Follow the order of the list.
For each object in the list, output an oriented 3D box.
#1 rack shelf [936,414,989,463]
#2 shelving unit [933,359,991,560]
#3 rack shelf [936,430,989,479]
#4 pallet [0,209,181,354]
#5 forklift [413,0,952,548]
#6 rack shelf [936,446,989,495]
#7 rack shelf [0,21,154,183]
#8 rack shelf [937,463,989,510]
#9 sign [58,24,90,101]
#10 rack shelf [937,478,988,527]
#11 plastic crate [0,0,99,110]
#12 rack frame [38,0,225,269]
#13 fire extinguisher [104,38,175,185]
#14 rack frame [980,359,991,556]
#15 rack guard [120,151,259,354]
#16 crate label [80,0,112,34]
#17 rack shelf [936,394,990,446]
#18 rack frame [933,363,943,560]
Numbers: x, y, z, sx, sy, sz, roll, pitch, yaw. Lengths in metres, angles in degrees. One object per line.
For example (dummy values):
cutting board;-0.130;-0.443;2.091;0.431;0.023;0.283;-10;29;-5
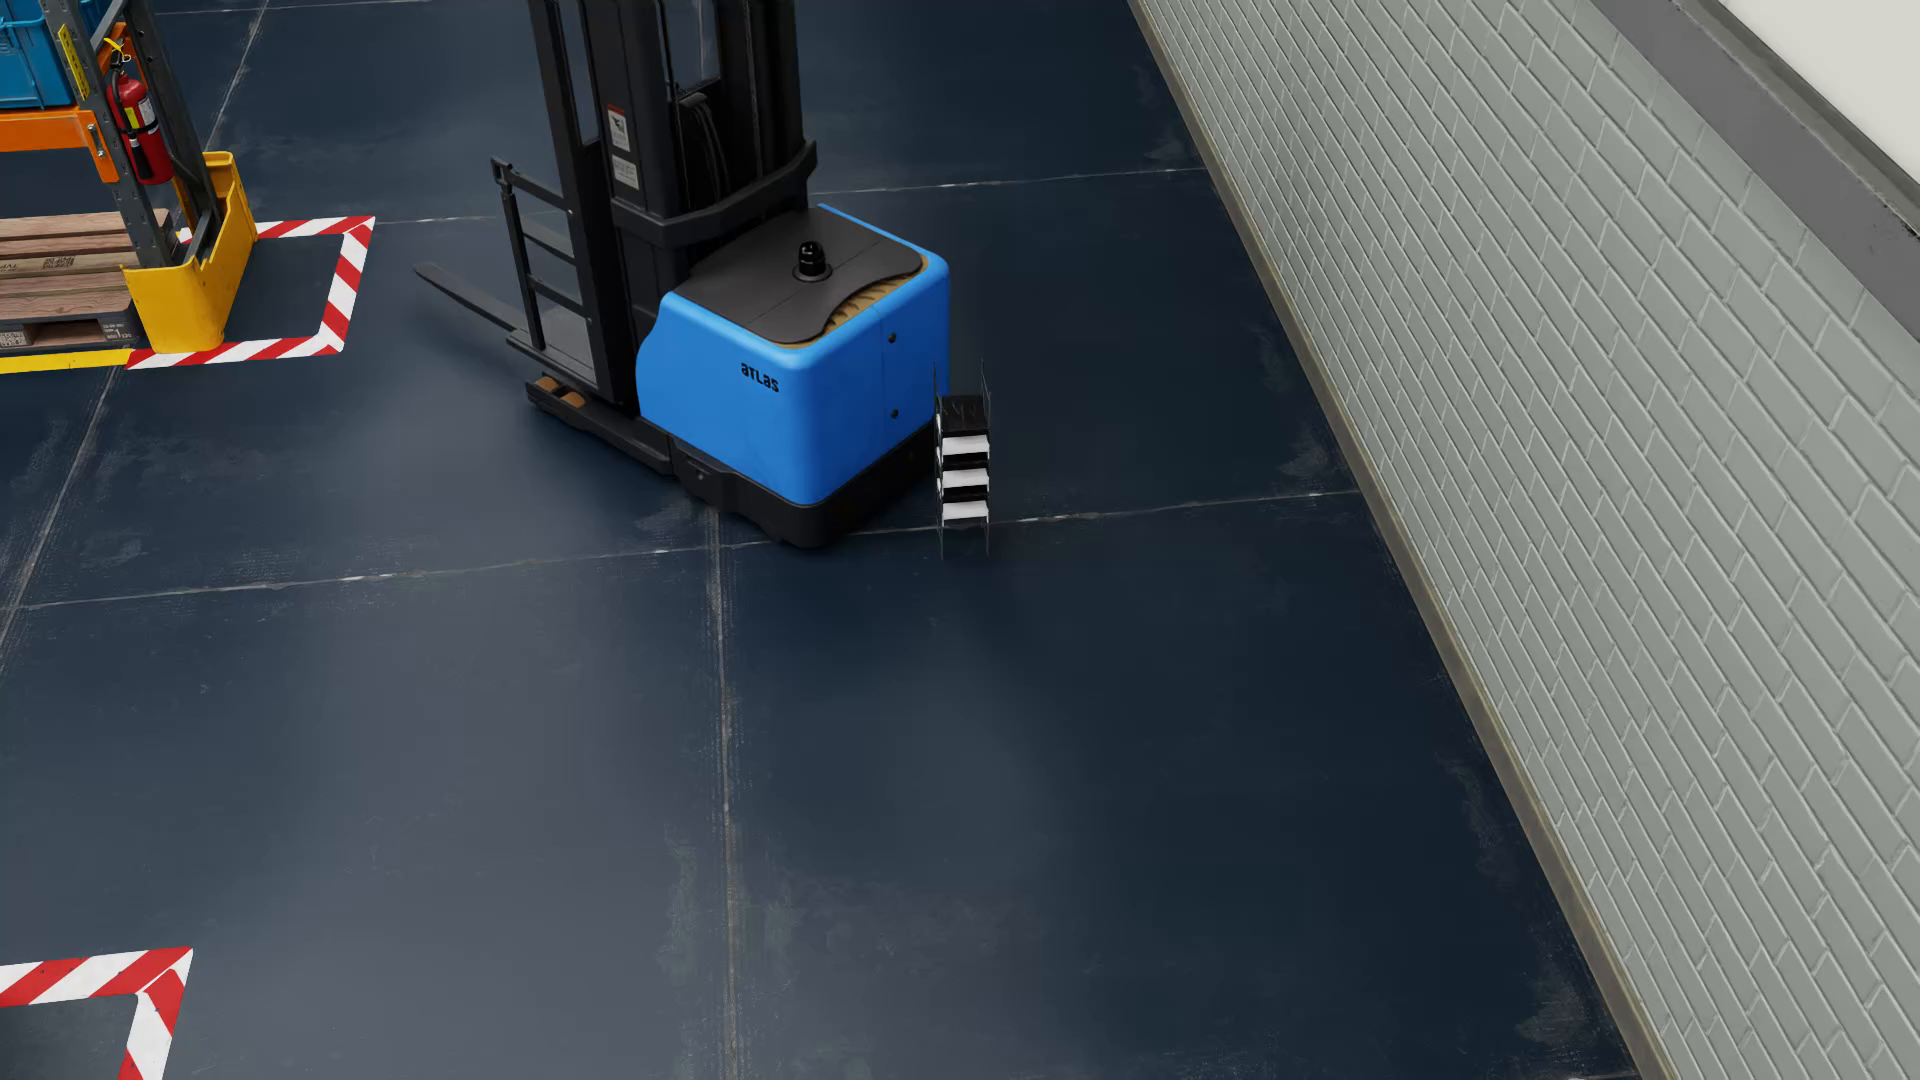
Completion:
rack shelf;0.008;-0.444;7.066;0.200;0.077;0.258;-5;42;-6
shelving unit;0.008;-0.335;7.165;0.210;0.900;0.258;-5;42;-6
rack shelf;0.008;-0.377;7.127;0.200;0.077;0.258;-5;42;-6
pallet;-4.897;-1.371;8.828;1.213;0.211;1.003;-5;42;-6
forklift;-1.490;-1.884;7.365;3.031;2.935;1.130;29;49;28
rack shelf;0.008;-0.310;7.187;0.200;0.077;0.258;-5;42;-6
rack shelf;-6.057;-2.012;7.993;4.000;0.370;1.077;-5;42;-6
rack shelf;0.008;-0.243;7.247;0.200;0.077;0.258;-5;42;-6
sign;-3.986;-2.149;7.487;0.005;0.325;0.100;-5;42;-6
rack shelf;0.008;-0.176;7.307;0.200;0.077;0.258;-5;42;-6
plastic crate;-4.382;-2.335;7.743;0.499;0.435;0.616;-5;42;-6
rack frame;-4.074;-2.453;7.945;0.127;3.000;1.000;-5;42;-6
fire extinguisher;-3.865;-1.997;7.776;0.183;0.674;0.296;-5;42;-6
rack frame;0.109;-0.344;7.174;0.006;0.900;0.240;-5;42;-6
rack guard;-4.052;-1.535;8.794;0.348;0.500;1.175;-5;42;-6
crate label;-4.361;-2.610;8.199;0.303;0.233;0.416;-5;42;-6
rack shelf;0.008;-0.511;7.006;0.200;0.077;0.258;-5;42;-6
rack frame;-0.093;-0.326;7.155;0.006;0.900;0.240;-5;42;-6
